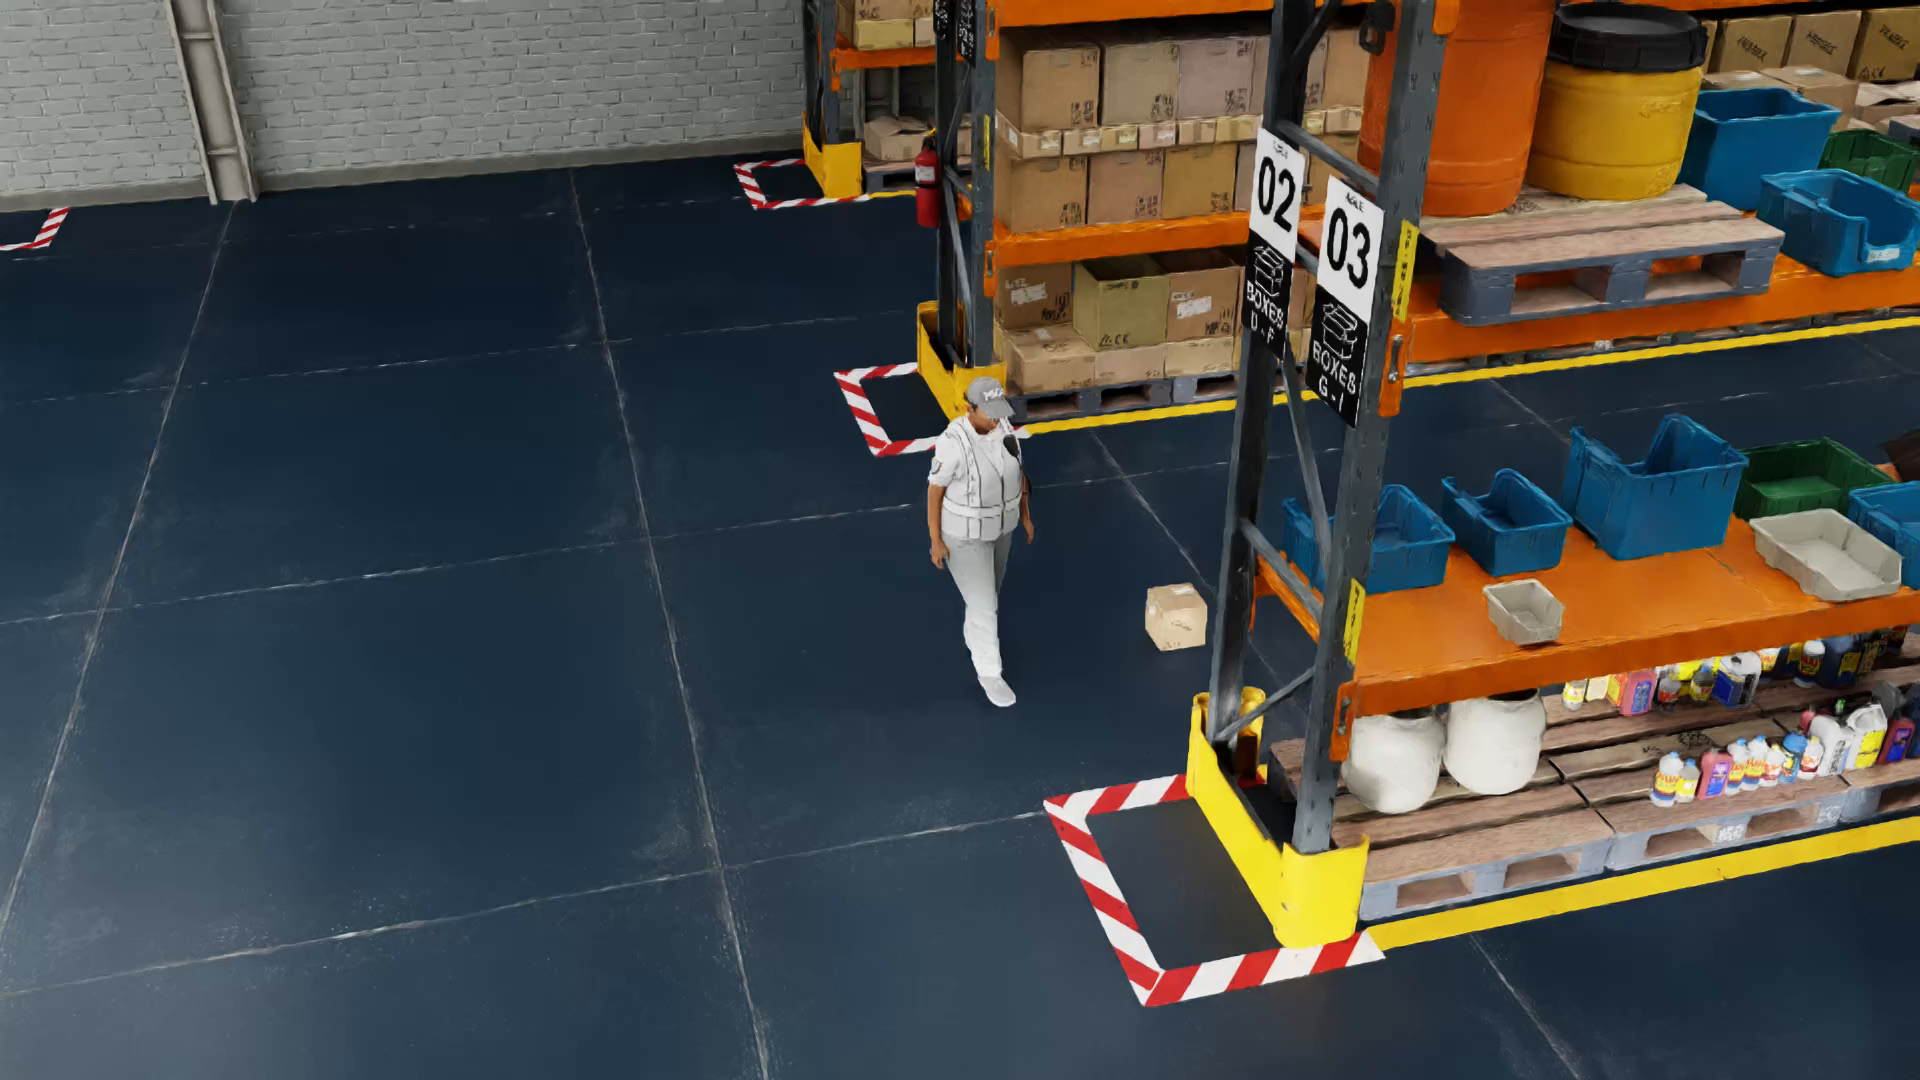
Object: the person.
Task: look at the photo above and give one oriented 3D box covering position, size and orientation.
[{"bbox_3d":[0.171,-0.021,8.256,0.569,1.666,0.593,-26,39,-37],"label":"person"}]
